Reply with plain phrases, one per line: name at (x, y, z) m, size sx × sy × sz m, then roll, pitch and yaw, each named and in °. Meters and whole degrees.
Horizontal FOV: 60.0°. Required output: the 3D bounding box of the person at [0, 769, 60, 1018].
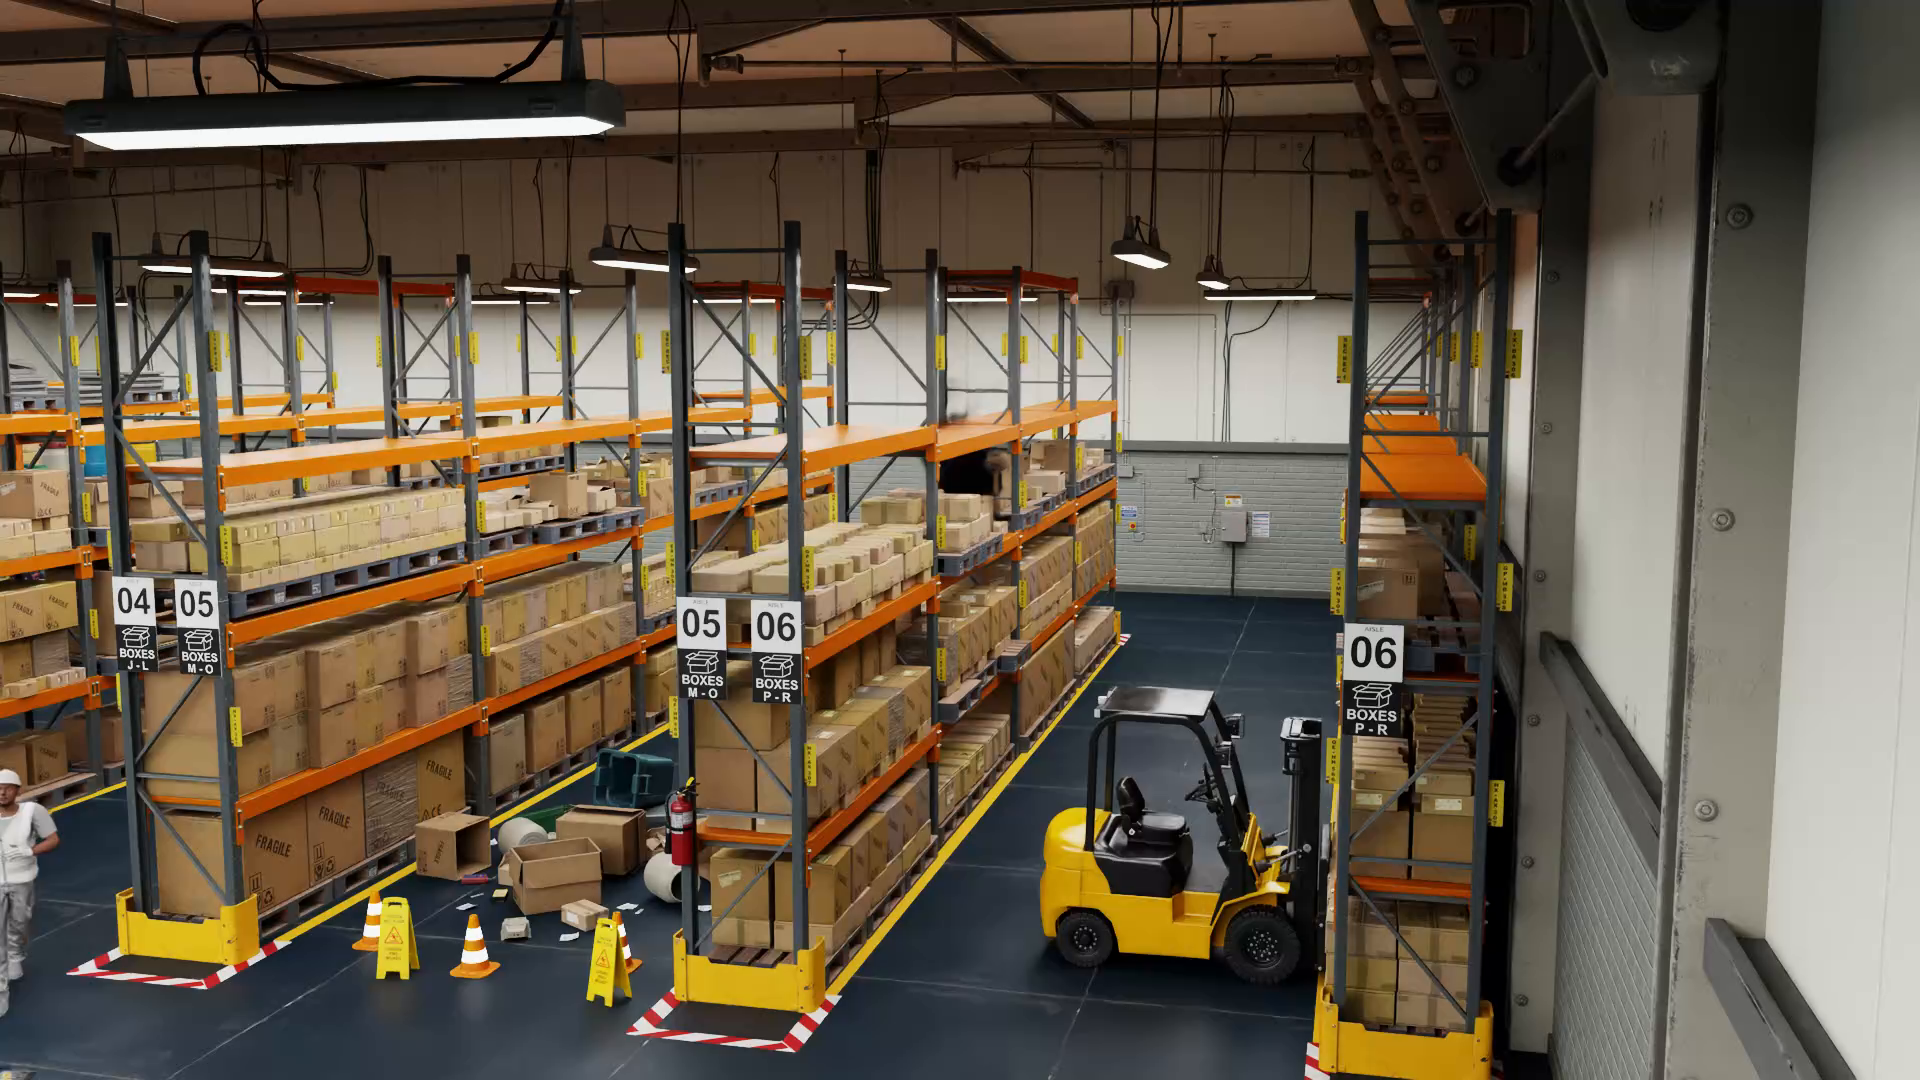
person at (-7.447, 2.698, 13.016) m, size 0.746 × 1.811 × 0.925 m, roll -4°, pitch 8°, yaw -29°

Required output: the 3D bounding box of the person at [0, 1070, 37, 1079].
person at (-4.560, 3.354, 8.042) m, size 0.624 × 1.669 × 0.853 m, roll -4°, pitch 8°, yaw -29°
